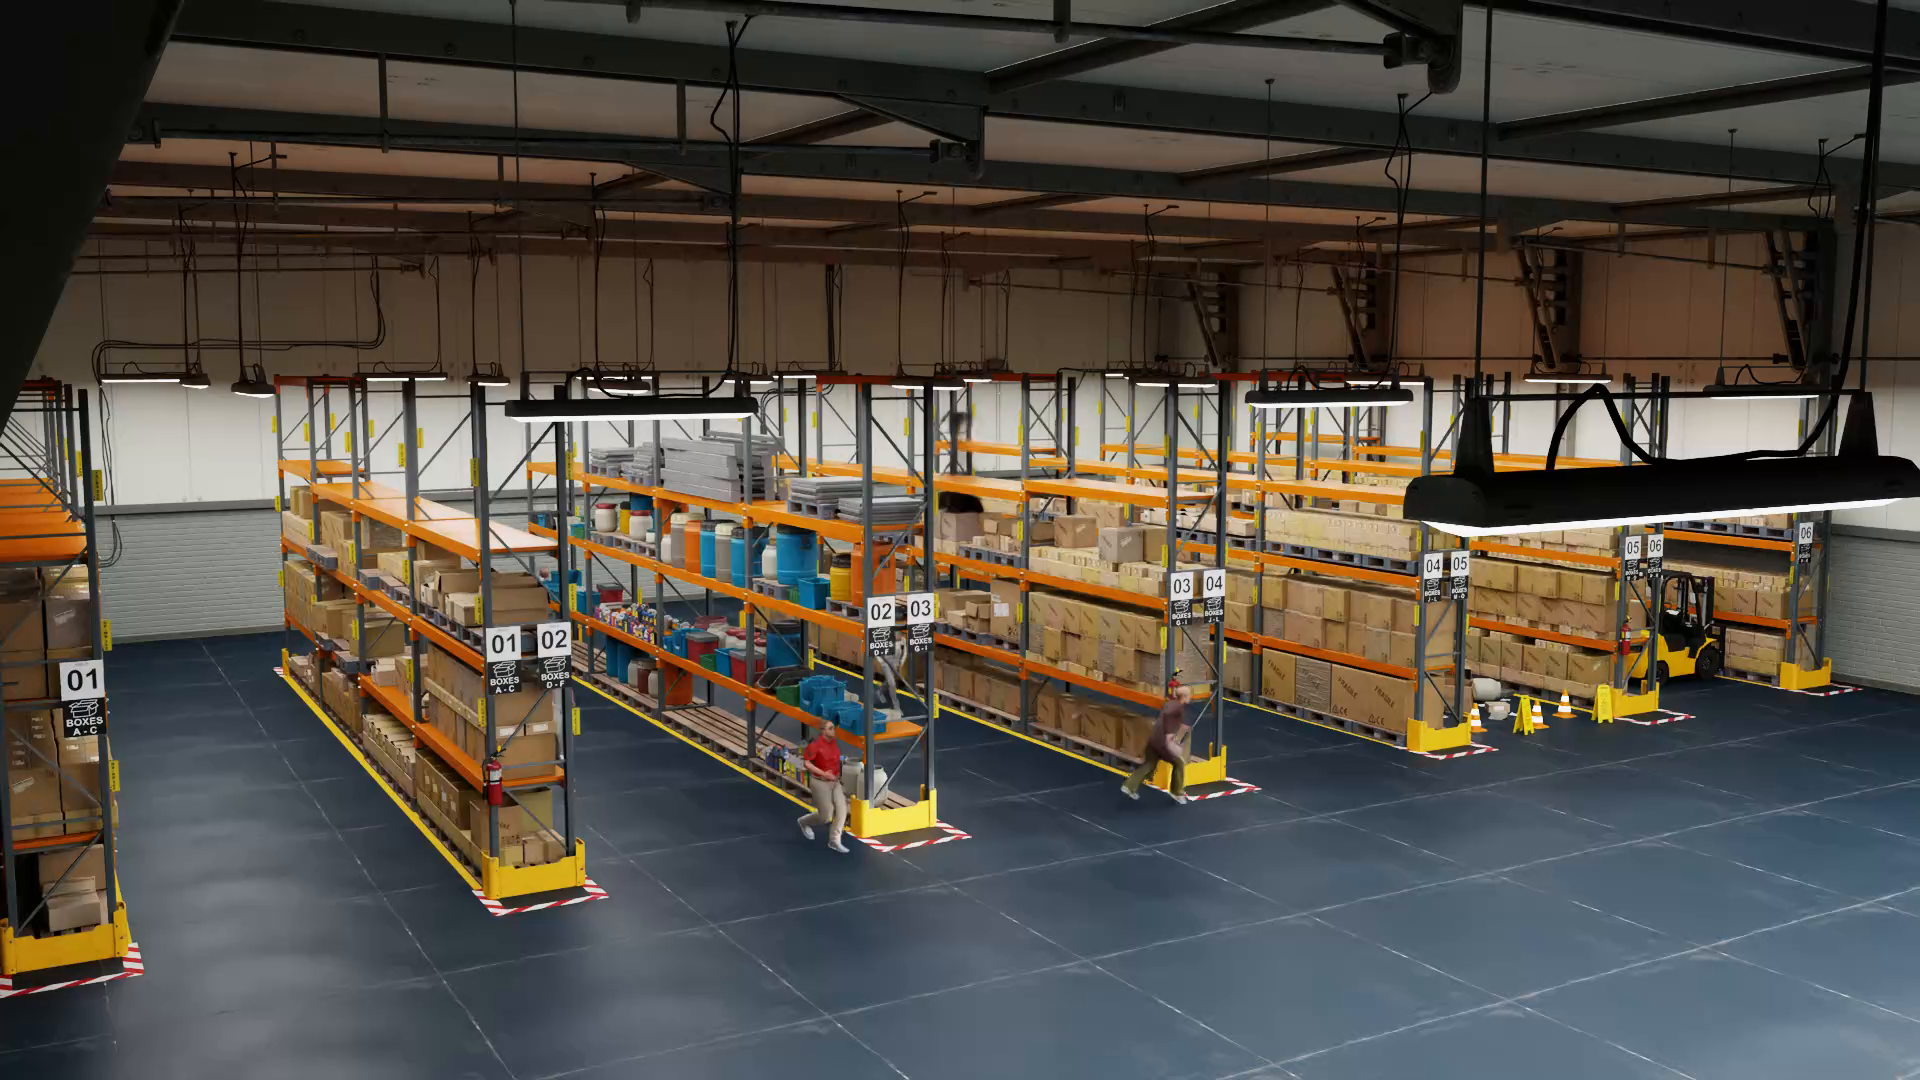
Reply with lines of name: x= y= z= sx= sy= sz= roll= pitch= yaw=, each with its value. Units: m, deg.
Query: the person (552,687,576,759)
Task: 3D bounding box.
person: x=-6.387 y=2.654 z=26.336 sx=0.565 sy=1.633 sz=0.599 roll=-4 pitch=8 yaw=-34

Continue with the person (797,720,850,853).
person: x=-1.763 y=3.165 z=21.454 sx=0.762 sy=1.735 sz=0.700 roll=4 pitch=8 yaw=35

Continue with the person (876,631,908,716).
person: x=-1.289 y=2.300 z=29.855 sx=0.655 sy=1.628 sz=0.980 roll=-3 pitch=7 yaw=-26

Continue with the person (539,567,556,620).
person: x=-9.377 y=1.420 z=37.568 sx=0.891 sy=1.564 sz=0.534 roll=-3 pitch=7 yaw=-24

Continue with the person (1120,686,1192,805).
person: x=2.788 y=2.947 z=23.541 sx=1.046 sy=1.744 sz=0.753 roll=-1 pitch=6 yaw=-8
